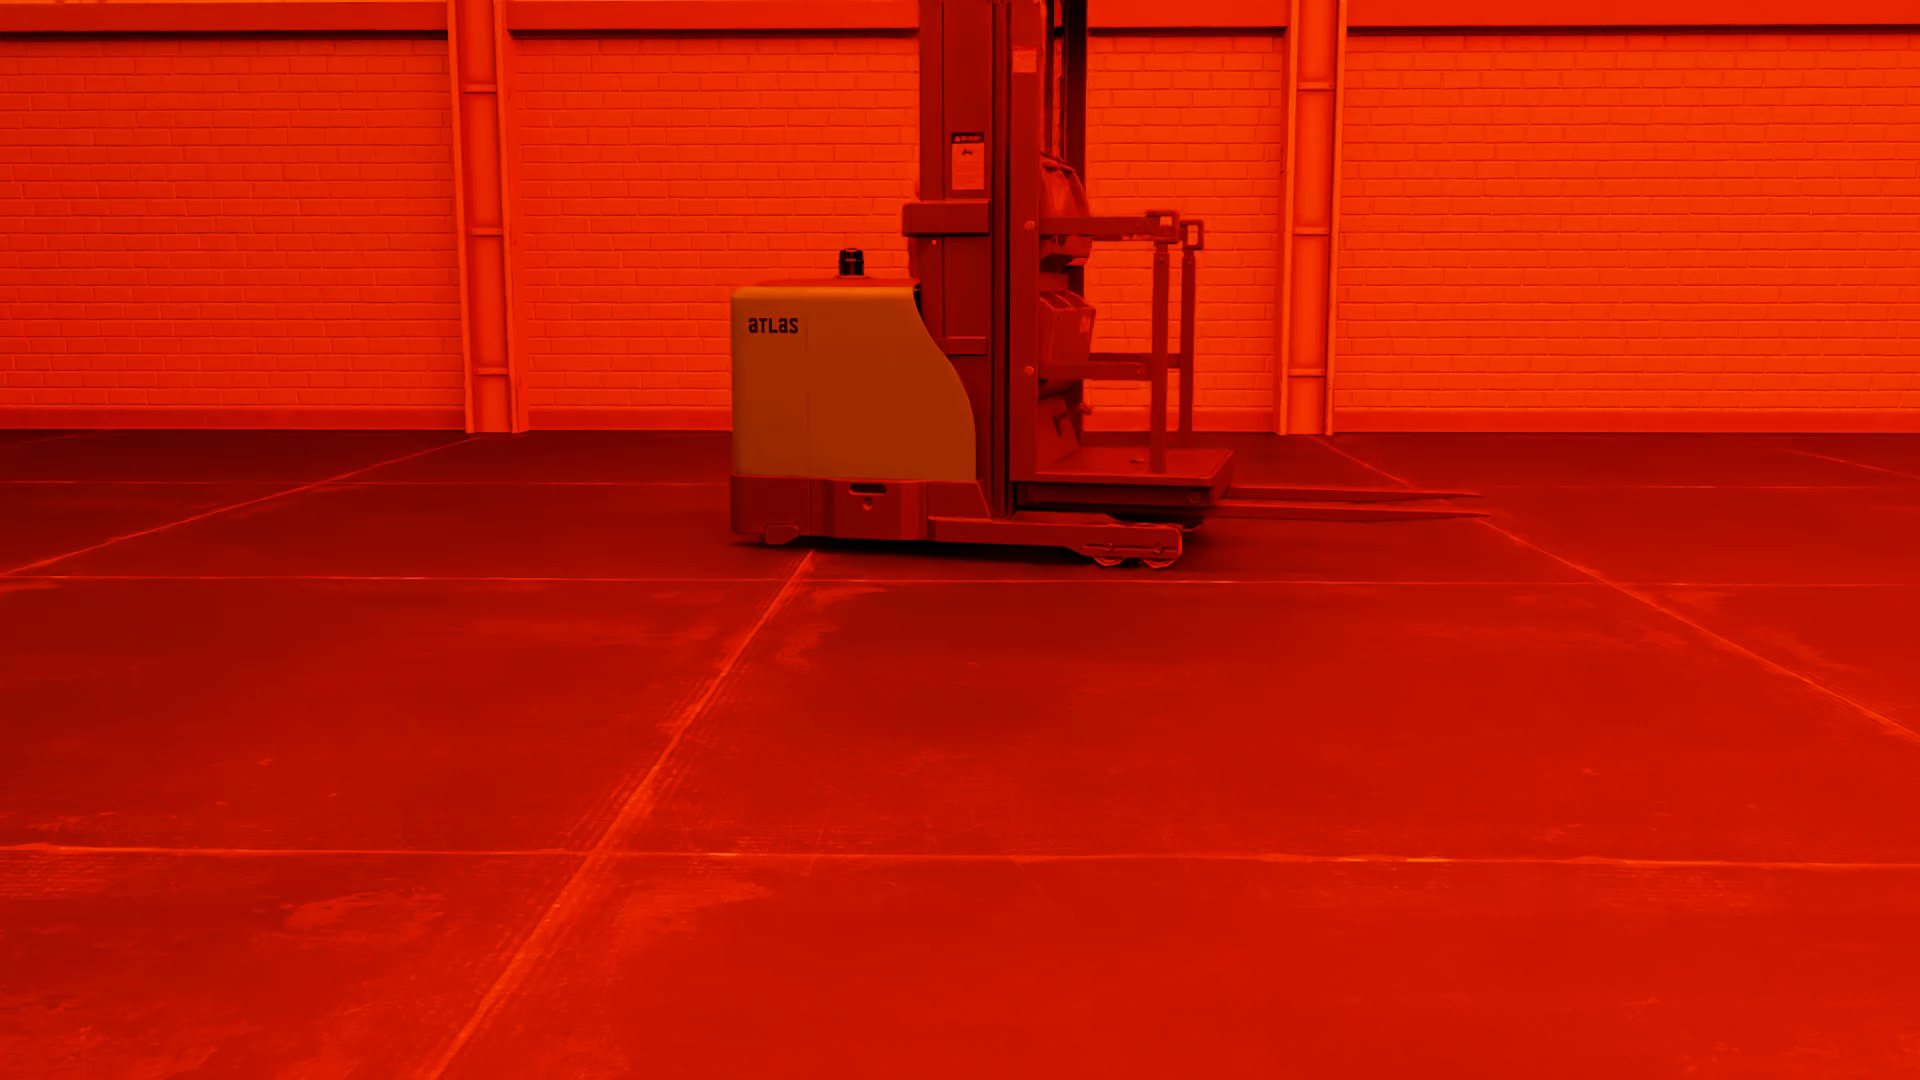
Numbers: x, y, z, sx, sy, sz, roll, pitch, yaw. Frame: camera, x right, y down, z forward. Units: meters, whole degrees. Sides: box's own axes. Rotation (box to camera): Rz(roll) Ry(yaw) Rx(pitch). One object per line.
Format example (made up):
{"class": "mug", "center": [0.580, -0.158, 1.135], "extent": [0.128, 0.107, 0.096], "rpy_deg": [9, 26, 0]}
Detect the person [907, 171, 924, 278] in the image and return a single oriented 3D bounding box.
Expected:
{"class": "person", "center": [-0.130, -1.390, 10.329], "extent": [0.384, 1.782, 0.550], "rpy_deg": [-2, 9, -12]}

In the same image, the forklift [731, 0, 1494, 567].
{"class": "forklift", "center": [0.627, -1.433, 6.803], "extent": [3.031, 2.935, 1.130], "rpy_deg": [2, 9, 11]}
